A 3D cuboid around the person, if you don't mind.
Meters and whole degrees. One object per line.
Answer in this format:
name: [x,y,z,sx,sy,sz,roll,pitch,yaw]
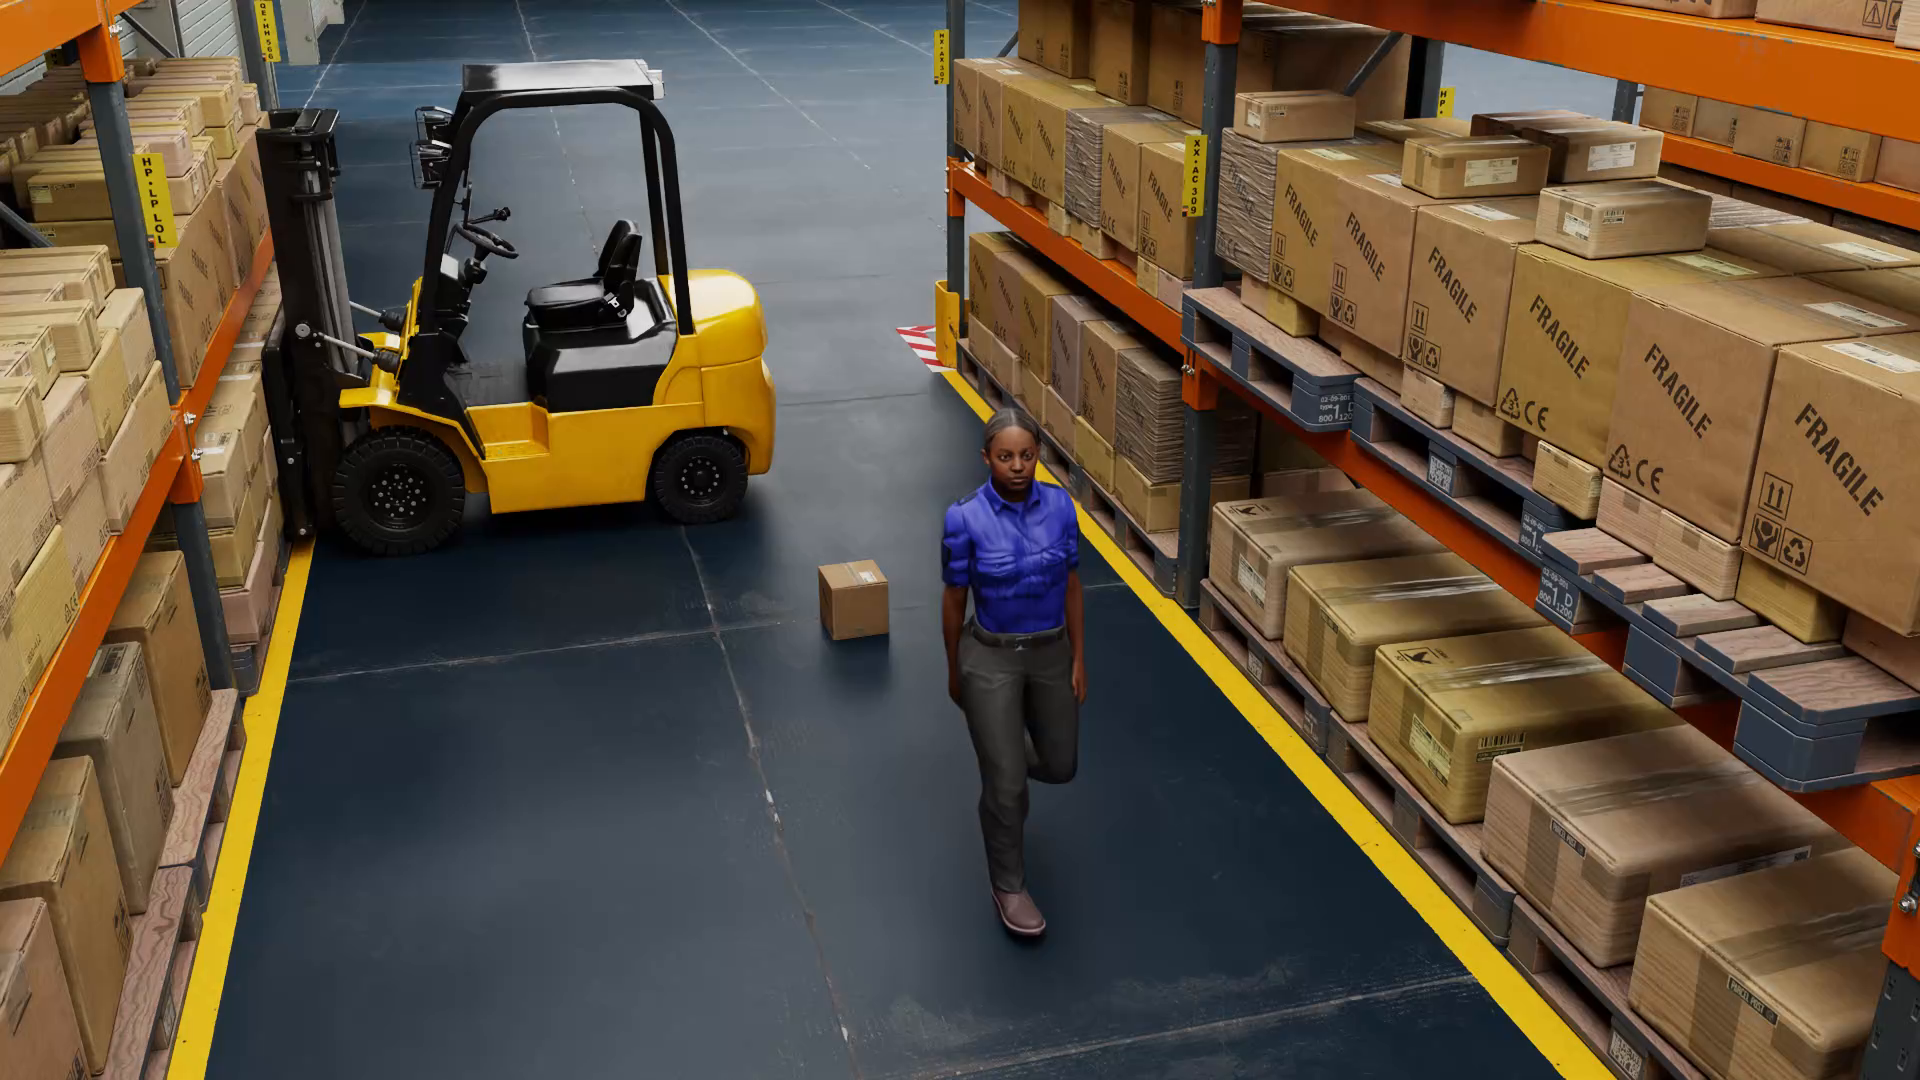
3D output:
person: [0.160,0.359,5.212,0.445,1.628,0.736,-8,24,-18]
